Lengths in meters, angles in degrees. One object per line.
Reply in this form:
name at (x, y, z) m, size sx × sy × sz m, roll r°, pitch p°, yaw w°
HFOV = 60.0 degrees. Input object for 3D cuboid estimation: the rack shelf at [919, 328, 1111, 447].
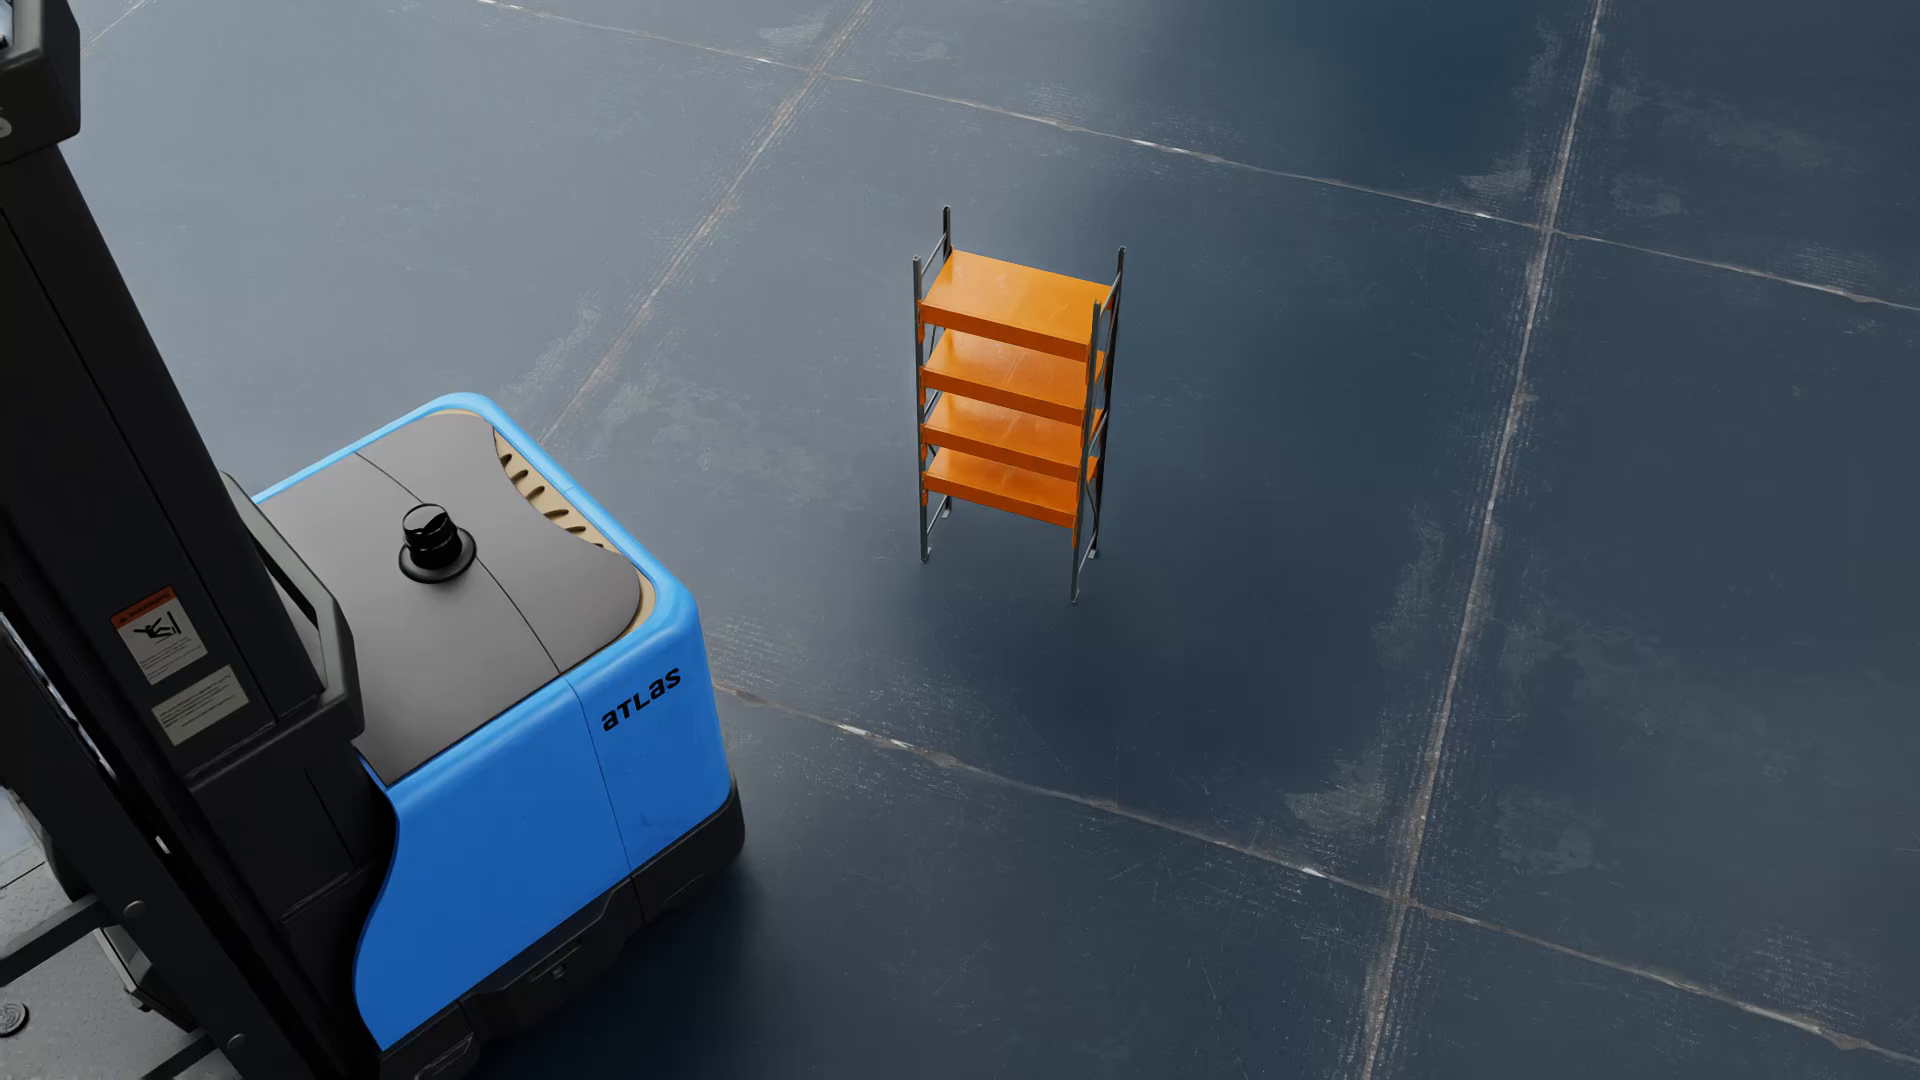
rack shelf at (0.155, -0.452, 4.641) m, size 0.480 × 0.148 × 0.258 m, roll 16°, pitch 51°, yaw 13°

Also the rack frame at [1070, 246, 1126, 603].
rack frame at (0.384, -0.286, 4.704) m, size 0.015 × 1.200 × 0.240 m, roll 16°, pitch 51°, yaw 13°

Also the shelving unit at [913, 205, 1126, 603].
shelving unit at (0.155, -0.350, 4.759) m, size 0.503 × 1.200 × 0.258 m, roll 16°, pitch 51°, yaw 13°

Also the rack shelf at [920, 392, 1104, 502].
rack shelf at (0.155, -0.306, 4.810) m, size 0.480 × 0.148 × 0.258 m, roll 16°, pitch 51°, yaw 13°

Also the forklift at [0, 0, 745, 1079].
forklift at (-2.006, 0.365, 2.994) m, size 3.031 × 2.935 × 1.130 m, roll -35°, pitch 57°, yaw -26°

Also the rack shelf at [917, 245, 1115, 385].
rack shelf at (0.155, -0.607, 4.462) m, size 0.480 × 0.148 × 0.258 m, roll 16°, pitch 51°, yaw 13°

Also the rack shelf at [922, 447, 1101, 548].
rack shelf at (0.155, -0.176, 4.960) m, size 0.480 × 0.148 × 0.258 m, roll 16°, pitch 51°, yaw 13°

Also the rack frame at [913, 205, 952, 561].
rack frame at (-0.074, -0.414, 4.814) m, size 0.015 × 1.200 × 0.240 m, roll 16°, pitch 51°, yaw 13°
